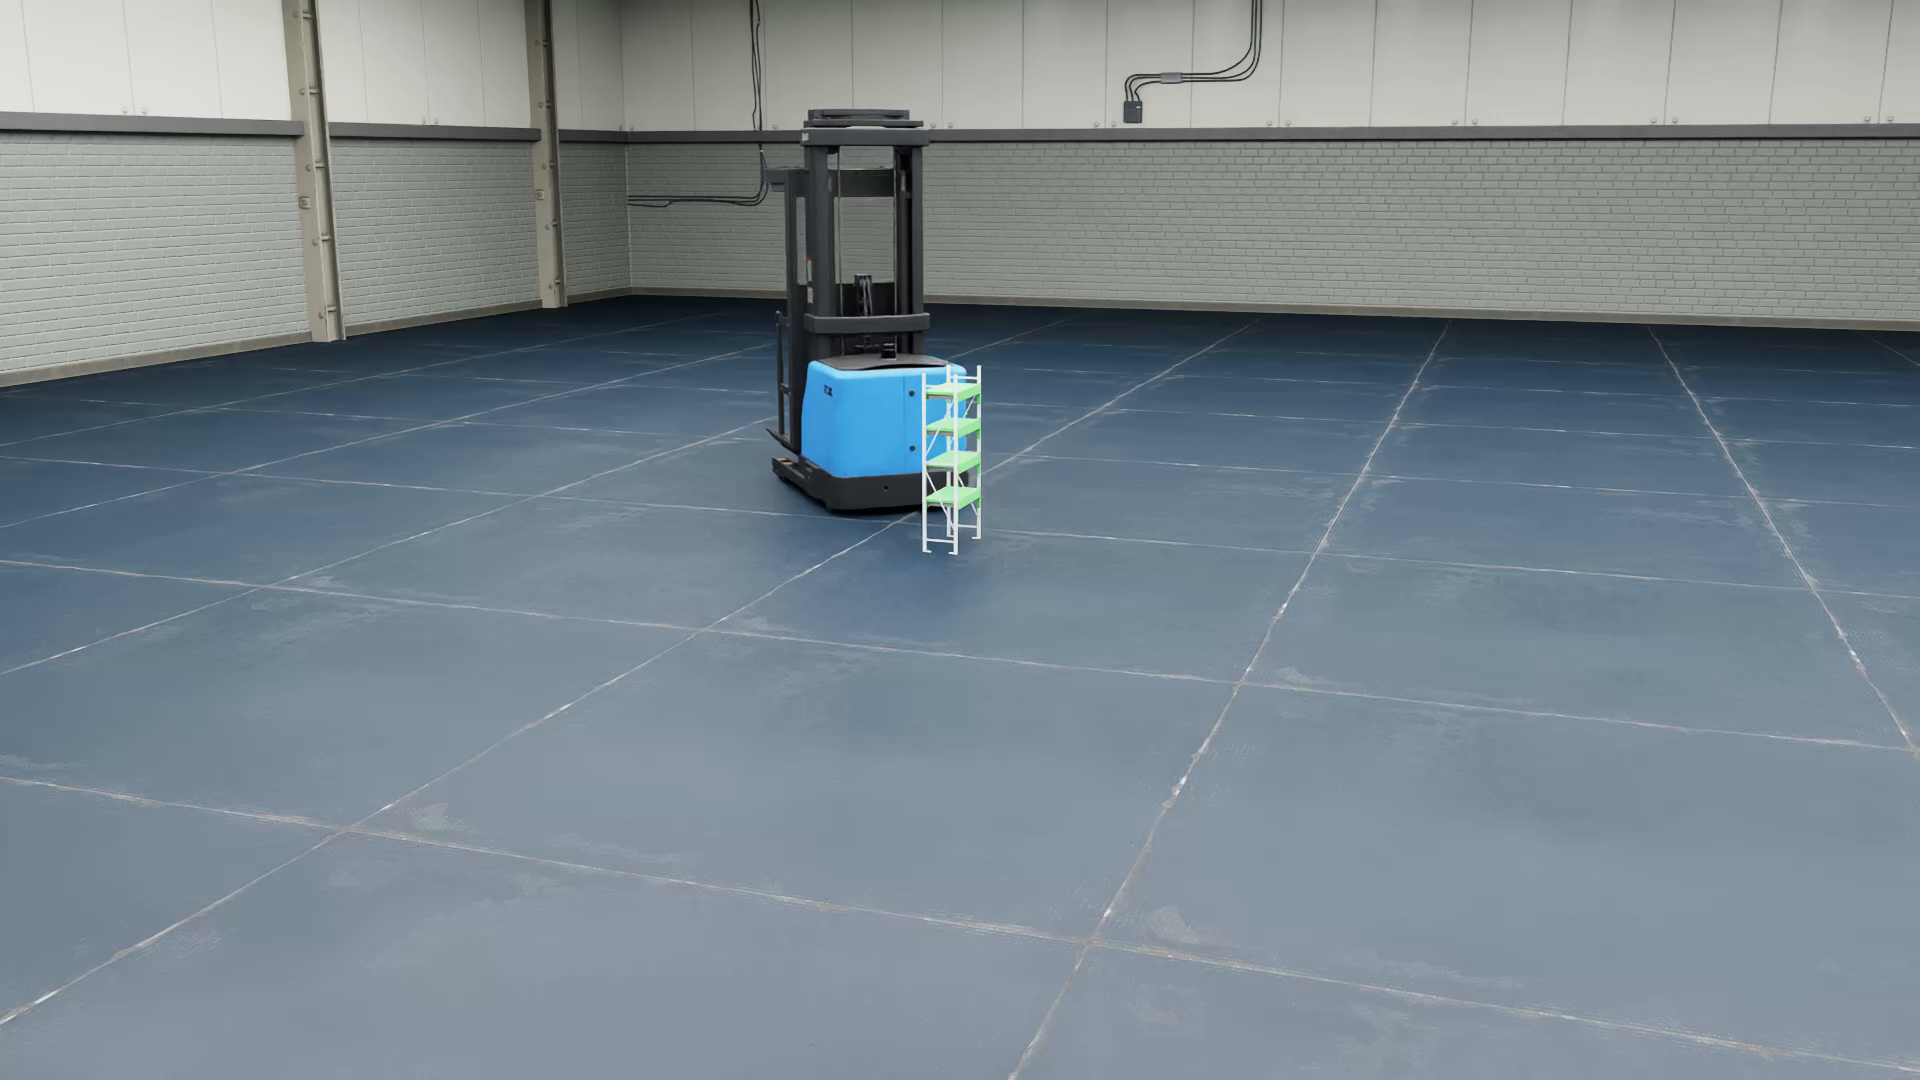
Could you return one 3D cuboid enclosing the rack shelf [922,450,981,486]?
[{"bbox_3d":[-0.054,-0.488,11.216,0.258,0.148,0.480,4,14,18],"label":"rack shelf"}]

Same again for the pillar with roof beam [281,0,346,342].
[{"bbox_3d":[-5.131,-6.986,21.874,9.100,9.000,0.400,4,14,18],"label":"pillar with roof beam"}]

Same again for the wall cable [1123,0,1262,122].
[{"bbox_3d":[3.918,-10.056,27.680,2.305,6.003,0.169,4,14,18],"label":"wall cable"}]

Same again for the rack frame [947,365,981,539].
[{"bbox_3d":[0.025,-0.601,11.427,0.240,1.200,0.015,4,14,18],"label":"rack frame"}]

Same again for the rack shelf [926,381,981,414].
[{"bbox_3d":[-0.054,-0.956,11.109,0.258,0.148,0.480,4,14,18],"label":"rack shelf"}]

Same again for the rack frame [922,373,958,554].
[{"bbox_3d":[-0.133,-0.499,10.977,0.240,1.200,0.015,4,14,18],"label":"rack frame"}]

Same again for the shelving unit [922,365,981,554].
[{"bbox_3d":[-0.054,-0.550,11.202,0.258,1.200,0.503,4,14,18],"label":"shelving unit"}]

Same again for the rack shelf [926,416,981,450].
[{"bbox_3d":[-0.054,-0.722,11.163,0.258,0.148,0.480,4,14,18],"label":"rack shelf"}]

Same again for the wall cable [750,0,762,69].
[{"bbox_3d":[-2.499,-9.838,29.997,3.097,2.526,0.112,4,14,18],"label":"wall cable"}]

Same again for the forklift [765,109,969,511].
[{"bbox_3d":[-0.910,-1.929,13.351,1.130,2.935,3.031,-5,14,-19],"label":"forklift"}]

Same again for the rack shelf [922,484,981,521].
[{"bbox_3d":[-0.054,-0.254,11.269,0.258,0.148,0.480,4,14,18],"label":"rack shelf"}]

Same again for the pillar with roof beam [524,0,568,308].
[{"bbox_3d":[-3.190,-8.250,27.409,9.100,9.000,0.400,4,14,18],"label":"pillar with roof beam"}]

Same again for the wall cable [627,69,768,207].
[{"bbox_3d":[-5.059,-7.571,31.413,3.097,2.526,0.112,4,14,18],"label":"wall cable"}]
